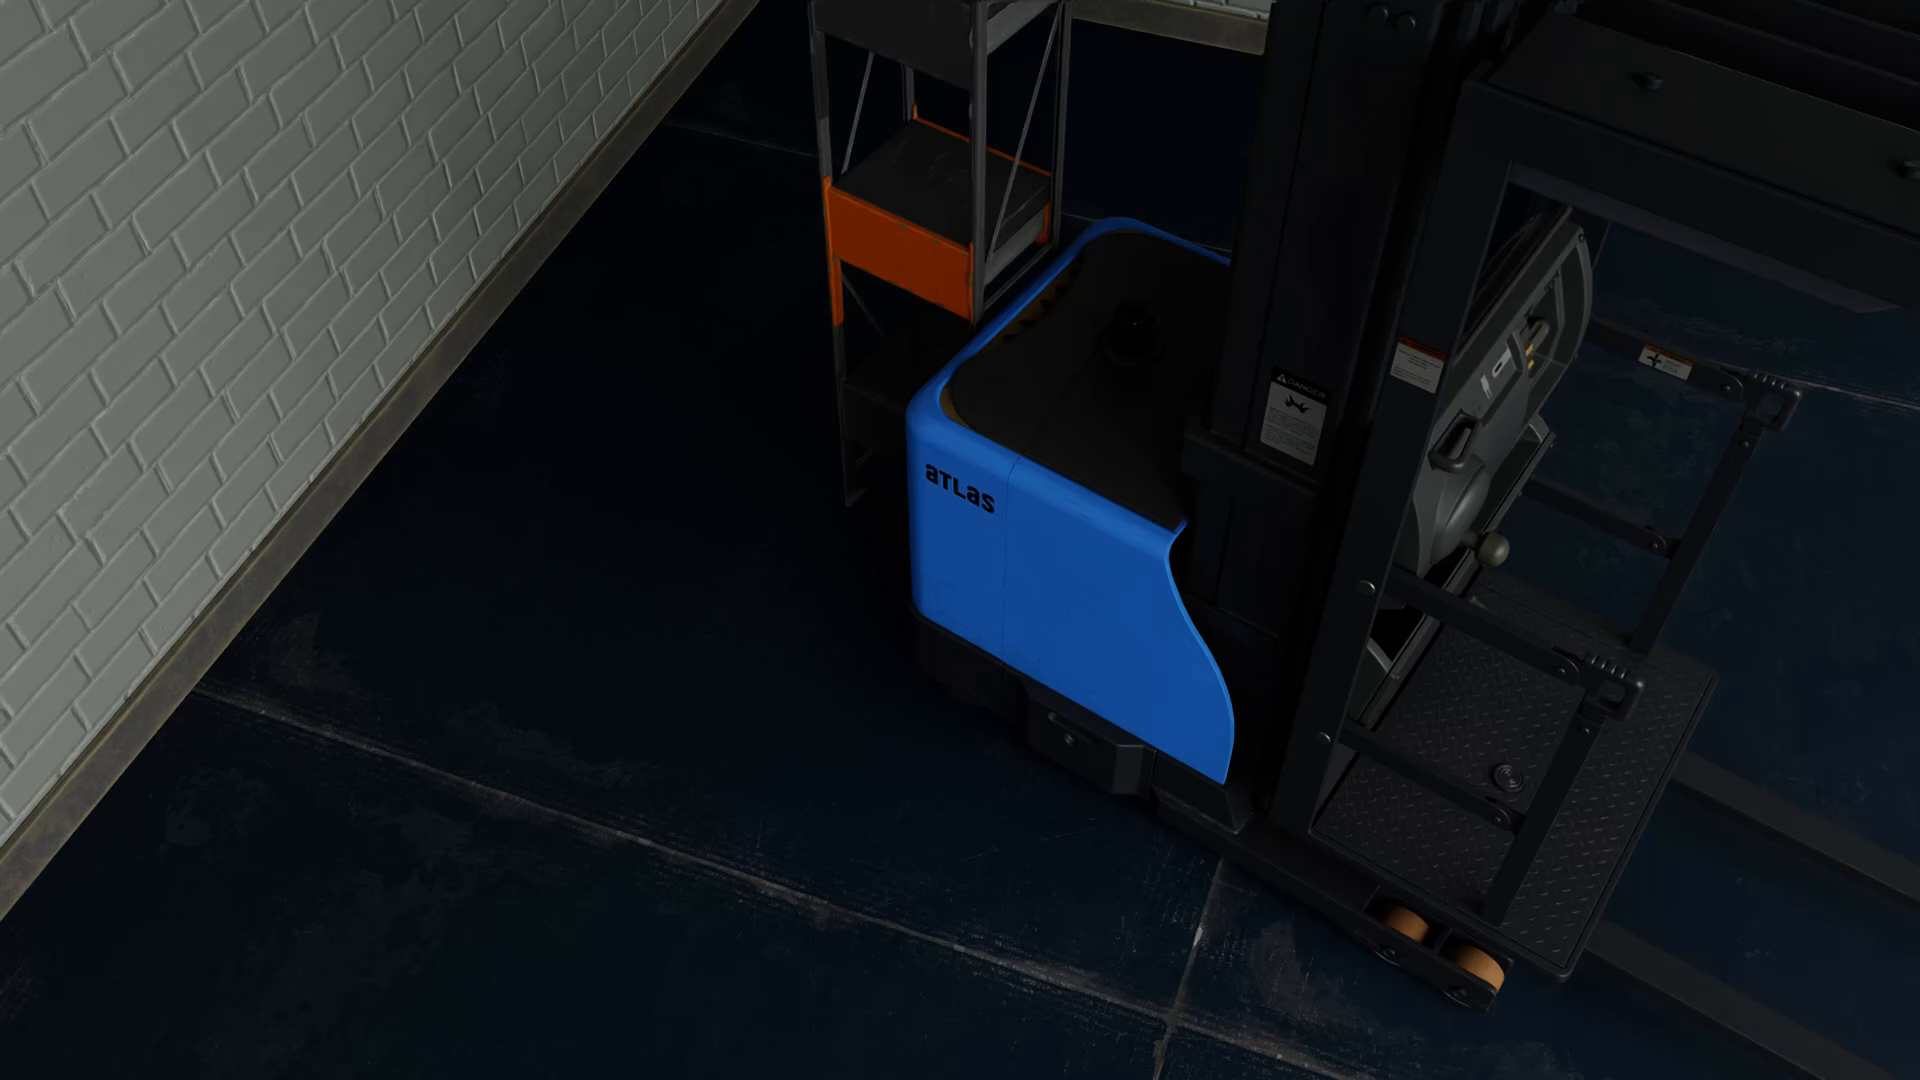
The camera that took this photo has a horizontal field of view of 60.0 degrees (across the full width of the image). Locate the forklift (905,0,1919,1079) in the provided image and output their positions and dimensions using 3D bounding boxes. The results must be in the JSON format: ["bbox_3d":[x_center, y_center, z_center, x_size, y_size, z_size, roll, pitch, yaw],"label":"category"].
[{"bbox_3d":[1.344,-0.240,3.518,3.031,2.935,1.130,28,55,22],"label":"forklift"}]

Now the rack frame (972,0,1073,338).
[{"bbox_3d":[0.152,-0.704,4.471,0.015,2.100,0.400,28,55,22],"label":"rack frame"}]

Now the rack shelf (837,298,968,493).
[{"bbox_3d":[-0.047,-0.343,5.102,0.480,0.518,0.431,28,55,22],"label":"rack shelf"}]

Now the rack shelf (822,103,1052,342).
[{"bbox_3d":[-0.047,-0.802,4.574,0.480,0.518,0.431,28,55,22],"label":"rack shelf"}]

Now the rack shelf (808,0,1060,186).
[{"bbox_3d":[-0.047,-1.260,4.045,0.480,0.518,0.431,28,55,22],"label":"rack shelf"}]

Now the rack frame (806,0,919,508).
[{"bbox_3d":[-0.246,-0.917,4.656,0.015,2.100,0.400,28,55,22],"label":"rack frame"}]

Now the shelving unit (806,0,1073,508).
[{"bbox_3d":[-0.047,-0.811,4.563,0.503,2.100,0.431,28,55,22],"label":"shelving unit"}]
